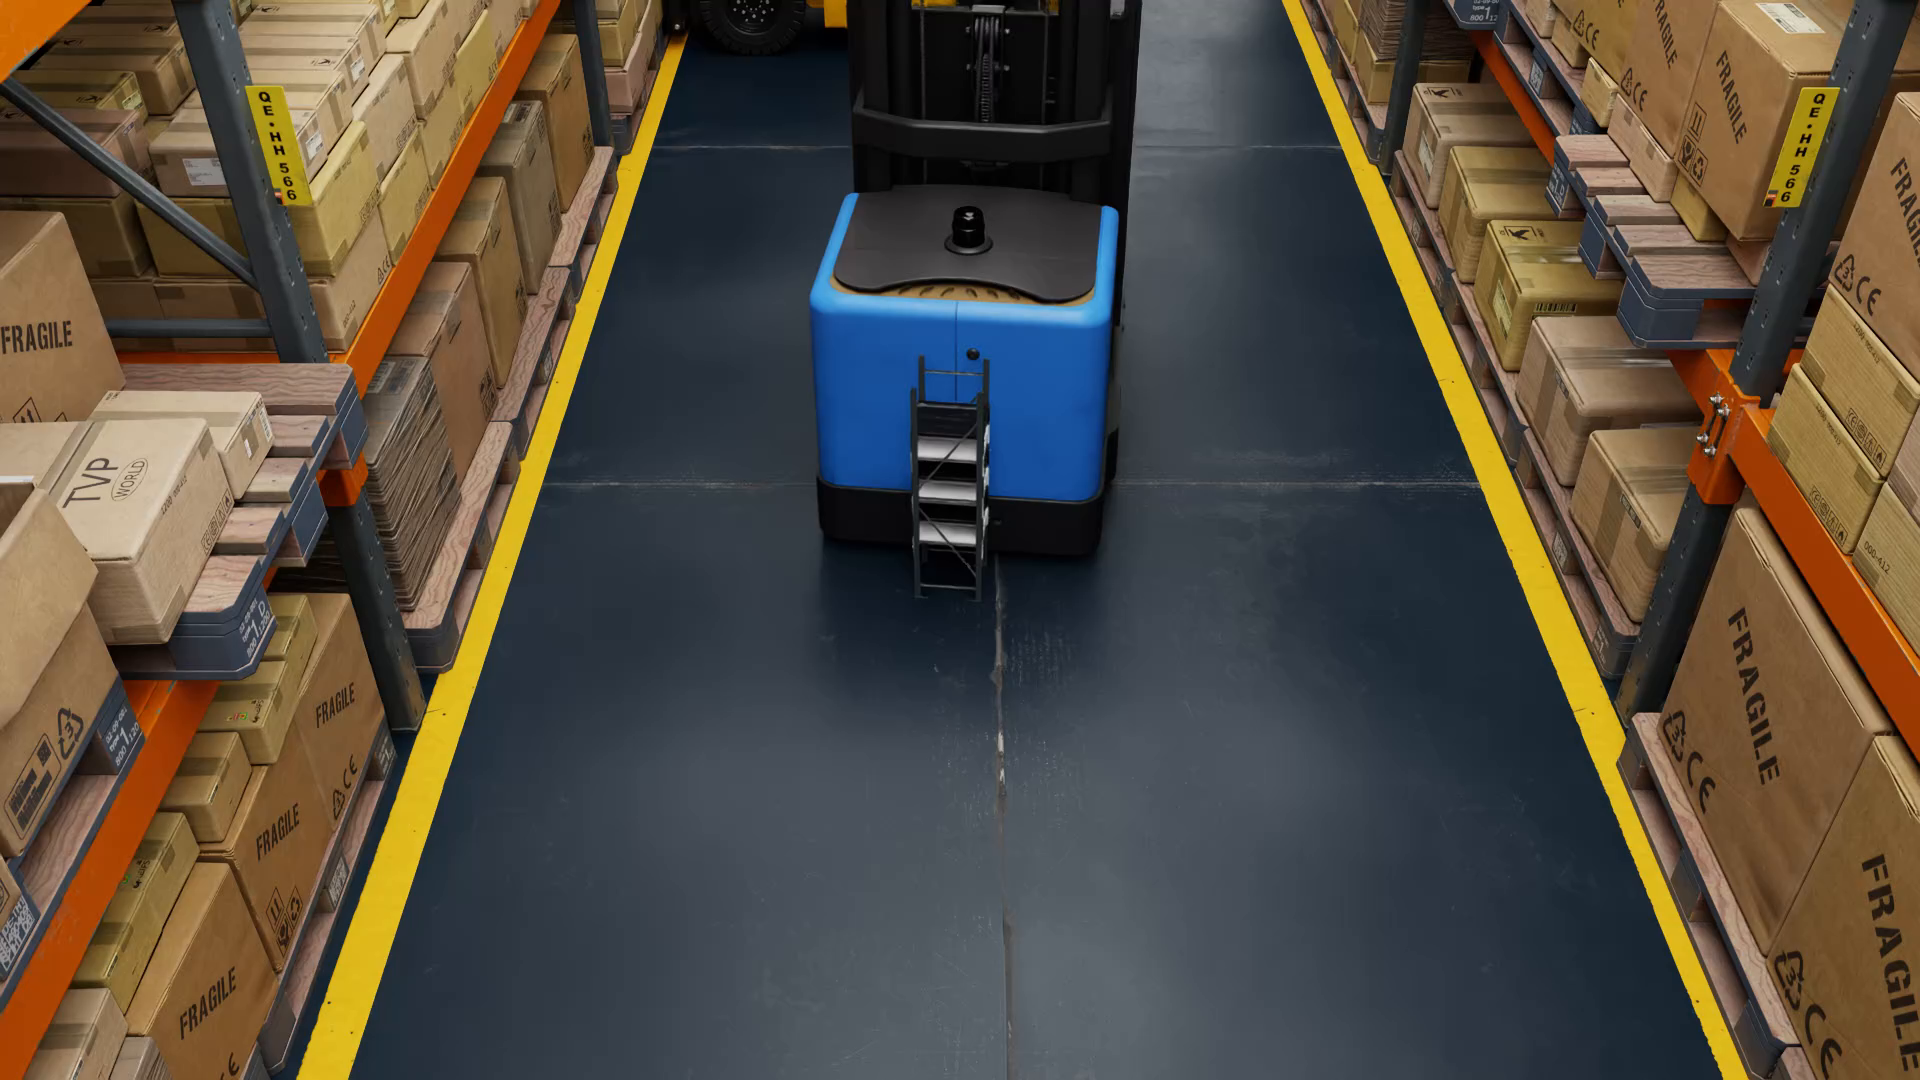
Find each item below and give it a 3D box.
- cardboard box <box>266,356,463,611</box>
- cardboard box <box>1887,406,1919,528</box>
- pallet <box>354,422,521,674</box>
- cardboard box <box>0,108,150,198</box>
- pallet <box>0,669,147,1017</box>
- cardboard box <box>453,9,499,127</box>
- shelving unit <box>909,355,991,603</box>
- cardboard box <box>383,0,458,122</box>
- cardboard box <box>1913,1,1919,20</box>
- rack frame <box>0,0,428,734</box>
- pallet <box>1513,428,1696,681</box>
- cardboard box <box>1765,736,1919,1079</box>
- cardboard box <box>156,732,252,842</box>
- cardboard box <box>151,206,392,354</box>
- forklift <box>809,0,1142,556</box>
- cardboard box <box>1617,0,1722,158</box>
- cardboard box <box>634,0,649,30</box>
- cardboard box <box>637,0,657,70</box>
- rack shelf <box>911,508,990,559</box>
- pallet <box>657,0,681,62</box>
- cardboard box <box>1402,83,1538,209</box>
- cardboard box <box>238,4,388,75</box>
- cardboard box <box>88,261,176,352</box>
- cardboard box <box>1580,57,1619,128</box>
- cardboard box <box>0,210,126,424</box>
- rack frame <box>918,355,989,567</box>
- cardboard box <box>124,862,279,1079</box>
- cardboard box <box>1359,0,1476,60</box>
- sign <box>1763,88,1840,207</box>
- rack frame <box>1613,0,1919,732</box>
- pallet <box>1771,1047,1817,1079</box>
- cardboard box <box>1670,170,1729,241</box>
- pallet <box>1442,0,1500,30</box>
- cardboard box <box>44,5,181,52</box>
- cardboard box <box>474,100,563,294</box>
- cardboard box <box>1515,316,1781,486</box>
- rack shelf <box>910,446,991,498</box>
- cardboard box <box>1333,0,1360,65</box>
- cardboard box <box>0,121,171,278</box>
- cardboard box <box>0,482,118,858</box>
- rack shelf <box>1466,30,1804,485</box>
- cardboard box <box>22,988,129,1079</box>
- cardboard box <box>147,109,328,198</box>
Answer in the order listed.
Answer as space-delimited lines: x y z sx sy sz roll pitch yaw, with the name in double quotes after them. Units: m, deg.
-2.266 -0.202 5.666 0.875 0.625 0.625 1 39 1 "cardboard box"
2.438 -0.077 3.667 0.500 0.250 0.500 1 39 1 "cardboard box"
-2.241 -0.001 6.083 1.003 0.211 1.213 0 39 0 "pallet"
-2.482 -1.070 4.588 0.380 0.149 0.250 1 39 1 "cardboard box"
-2.272 0.716 3.111 1.003 0.211 1.213 0 39 0 "pallet"
-2.037 -1.755 6.161 0.500 0.250 0.500 1 39 1 "cardboard box"
-0.032 -0.199 5.779 0.258 0.900 0.210 4 39 5 "shelving unit"
-2.017 -1.629 5.605 0.500 0.250 0.500 -1 39 -1 "cardboard box"
2.916 -1.181 4.672 0.500 0.500 0.500 -1 39 -1 "cardboard box"
-2.279 -0.575 4.568 1.000 3.000 0.127 0 39 0 "rack frame"
2.685 0.019 6.058 1.003 0.211 1.213 0 39 0 "pallet"
2.599 1.074 3.874 0.875 0.875 0.875 0 39 1 "cardboard box"
-2.038 0.628 4.212 0.380 0.149 0.250 -1 39 -2 "cardboard box"
-2.035 -0.794 4.962 0.500 0.250 0.500 0 39 0 "cardboard box"
0.152 -2.000 6.402 1.130 2.935 3.031 4 39 5 "forklift"
2.395 -1.507 5.078 0.500 0.500 0.500 -1 39 -1 "cardboard box"
-1.978 -2.980 9.033 0.500 0.250 0.500 0 39 0 "cardboard box"
-1.969 -2.787 9.192 0.500 0.250 0.500 -1 39 -1 "cardboard box"
-0.032 -0.033 5.912 0.258 0.077 0.200 4 39 5 "rack shelf"
-2.247 -3.250 10.137 1.003 0.211 1.213 0 39 0 "pallet"
2.683 -1.892 7.978 0.950 0.372 0.625 0 39 1 "cardboard box"
-2.025 -1.557 5.196 0.380 0.149 0.250 0 39 0 "cardboard box"
-2.535 -0.797 4.966 0.500 0.250 0.500 -1 39 -1 "cardboard box"
2.325 -1.506 5.596 0.380 0.149 0.250 1 39 1 "cardboard box"
-2.435 -0.456 4.004 0.500 0.500 0.500 2 39 2 "cardboard box"
-0.021 -0.262 5.858 0.240 0.900 0.006 4 39 5 "rack frame"
-2.070 1.141 4.090 0.500 0.500 0.500 2 39 2 "cardboard box"
2.411 -2.835 8.653 0.500 0.500 0.500 -1 39 -1 "cardboard box"
2.142 -0.995 4.231 0.100 0.325 0.005 0 39 0 "sign"
2.685 -0.581 4.576 1.000 3.000 0.127 0 39 0 "rack frame"
2.609 1.762 3.883 1.003 0.211 1.213 0 39 0 "pallet"
2.376 -1.019 4.988 0.380 0.149 0.250 1 39 1 "cardboard box"
2.536 -2.529 7.161 1.003 0.211 1.213 0 39 0 "pallet"
-2.603 -1.549 5.186 0.380 0.149 0.250 -1 39 -1 "cardboard box"
-2.278 -1.502 7.288 0.875 0.625 0.625 0 39 0 "cardboard box"
2.685 -0.534 6.283 0.950 0.372 0.625 -1 39 -1 "cardboard box"
-0.032 -0.243 5.743 0.258 0.077 0.200 4 39 5 "rack shelf"
2.400 -2.875 9.302 0.500 0.250 0.500 -1 39 -1 "cardboard box"
-2.557 -0.992 4.809 0.500 0.250 0.500 1 39 1 "cardboard box"
-2.092 0.242 3.131 0.797 0.503 0.637 -1 39 -1 "cardboard box"
2.682 -1.551 6.361 1.077 0.370 4.000 0 39 0 "rack shelf"
-2.052 1.122 3.596 0.380 0.149 0.250 -2 39 -2 "cardboard box"
-1.985 -1.066 4.583 0.380 0.149 0.250 1 39 1 "cardboard box"
